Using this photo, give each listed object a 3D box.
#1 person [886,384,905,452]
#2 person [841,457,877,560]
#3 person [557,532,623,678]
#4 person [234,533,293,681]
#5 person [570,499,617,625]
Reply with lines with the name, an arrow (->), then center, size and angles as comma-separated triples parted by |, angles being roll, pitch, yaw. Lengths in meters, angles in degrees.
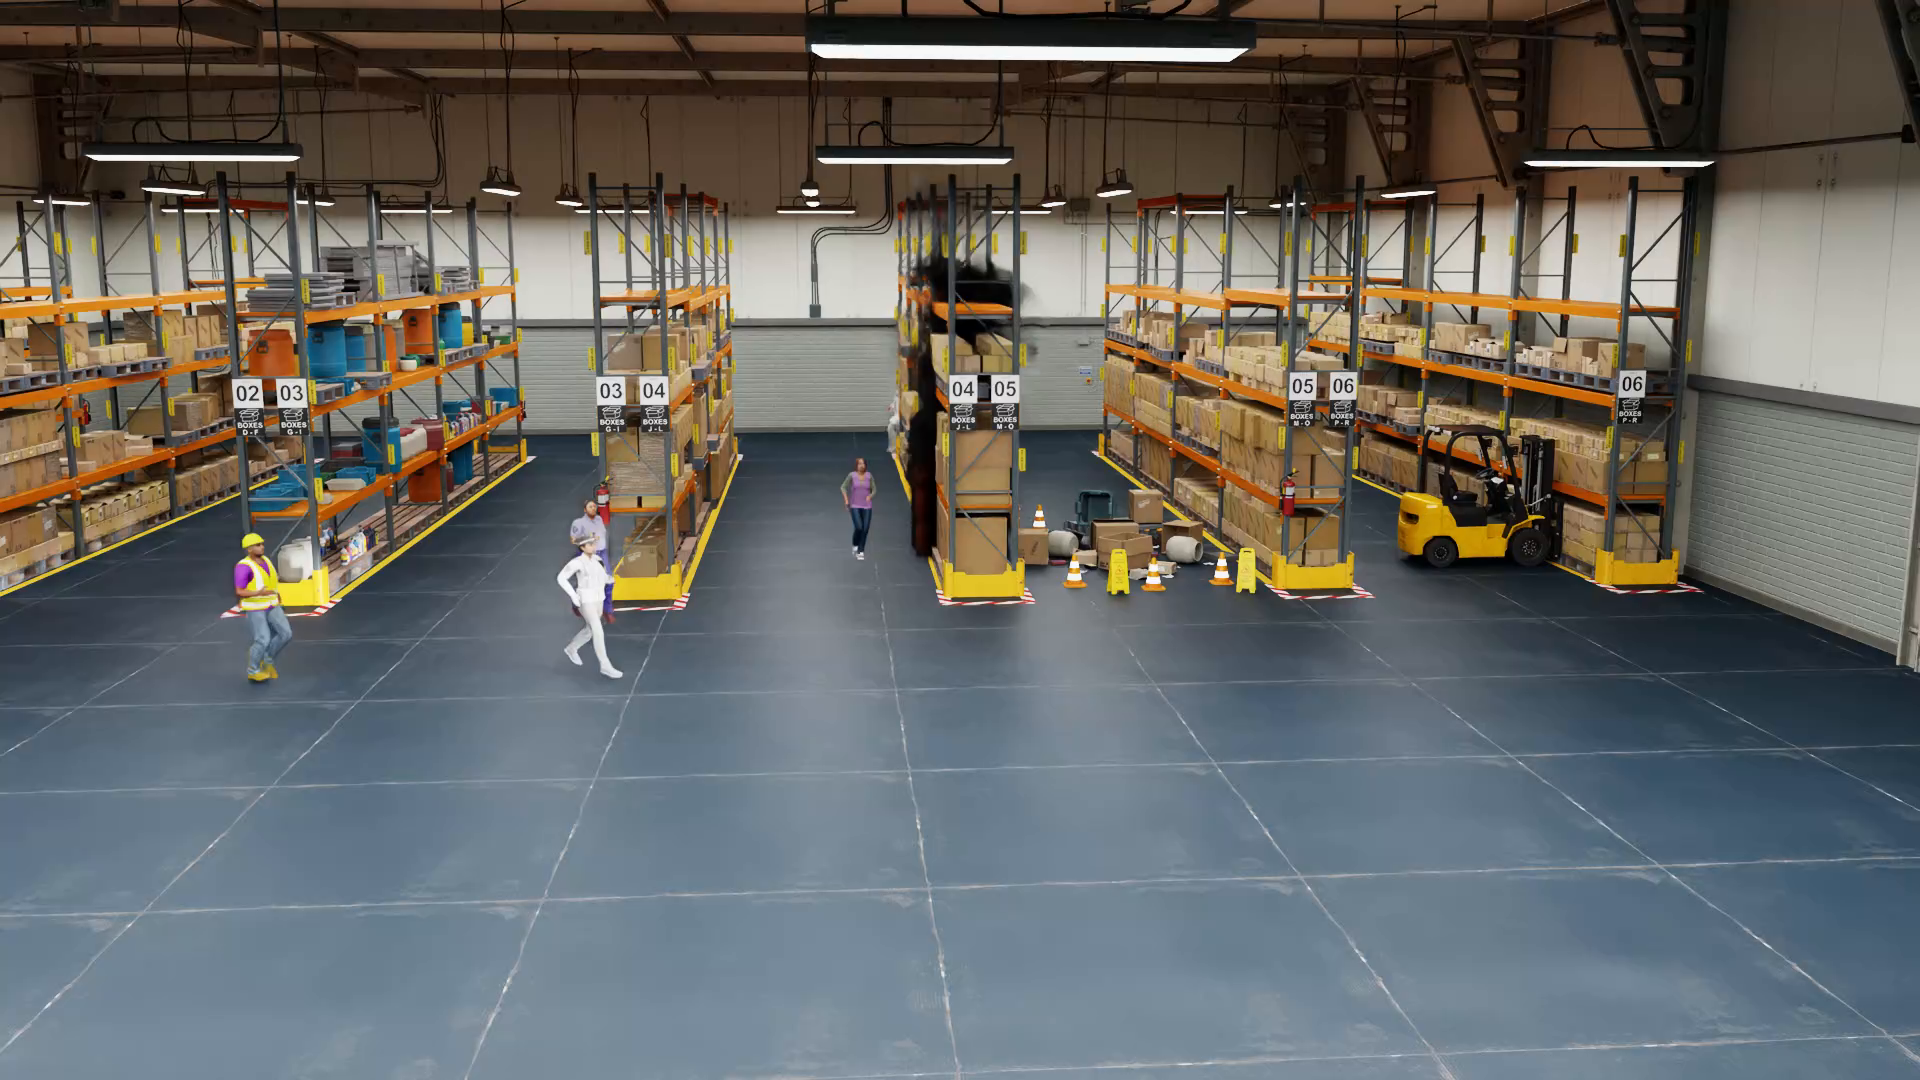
person -> -1.441, -3.024, 40.861 | 0.755, 1.804, 0.770 | -3, 11, -19
person -> -1.504, -0.467, 25.172 | 0.522, 1.581, 0.550 | -3, 10, -15
person -> -4.340, 0.734, 19.540 | 0.919, 1.684, 0.610 | 5, 11, 26
person -> -8.022, 0.787, 19.214 | 0.626, 1.750, 0.680 | 4, 11, 20
person -> -4.972, 0.305, 22.359 | 0.607, 1.694, 0.715 | -9, 13, -41
